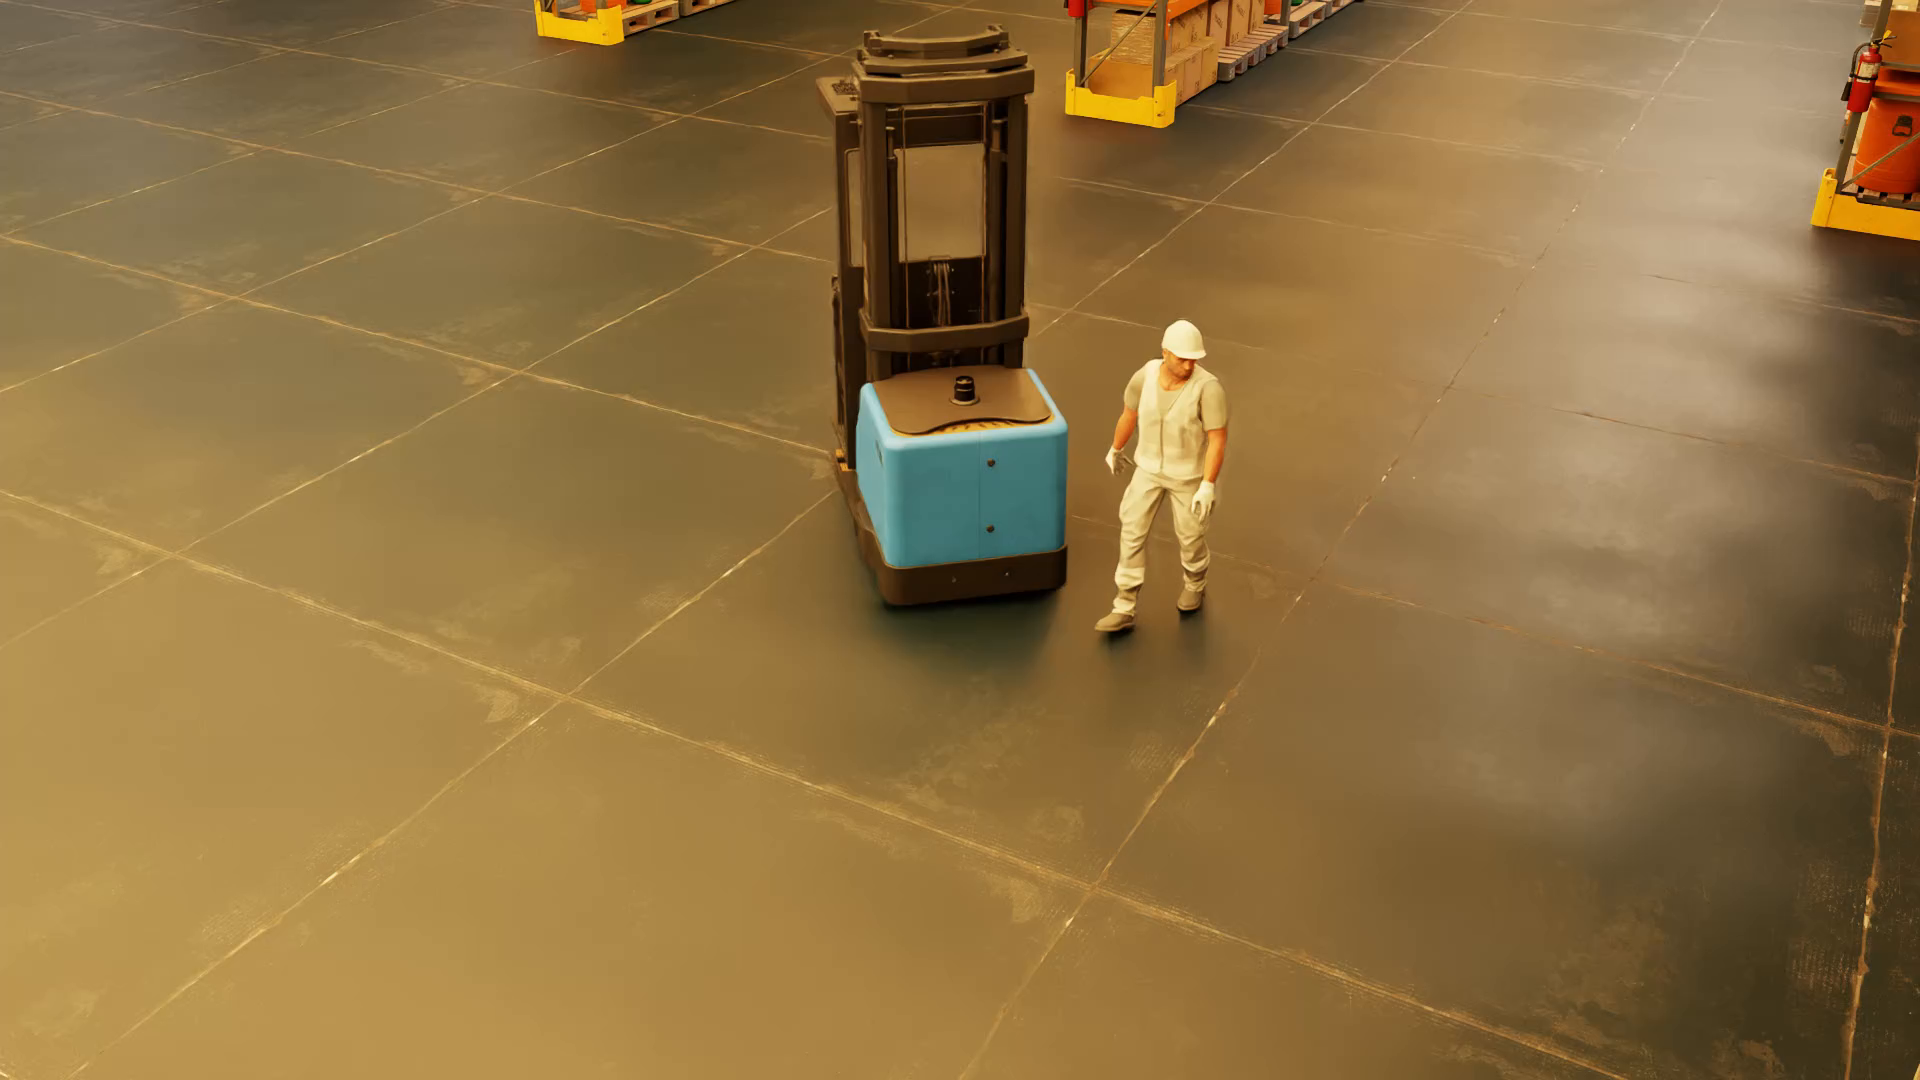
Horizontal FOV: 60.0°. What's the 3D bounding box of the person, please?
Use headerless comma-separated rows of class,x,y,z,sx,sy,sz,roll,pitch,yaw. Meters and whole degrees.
person,1.054,-0.326,8.844,0.730,1.753,0.801,14,33,23

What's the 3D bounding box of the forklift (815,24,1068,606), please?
forklift,-0.218,-1.628,9.891,1.130,2.935,3.031,-6,31,-11
